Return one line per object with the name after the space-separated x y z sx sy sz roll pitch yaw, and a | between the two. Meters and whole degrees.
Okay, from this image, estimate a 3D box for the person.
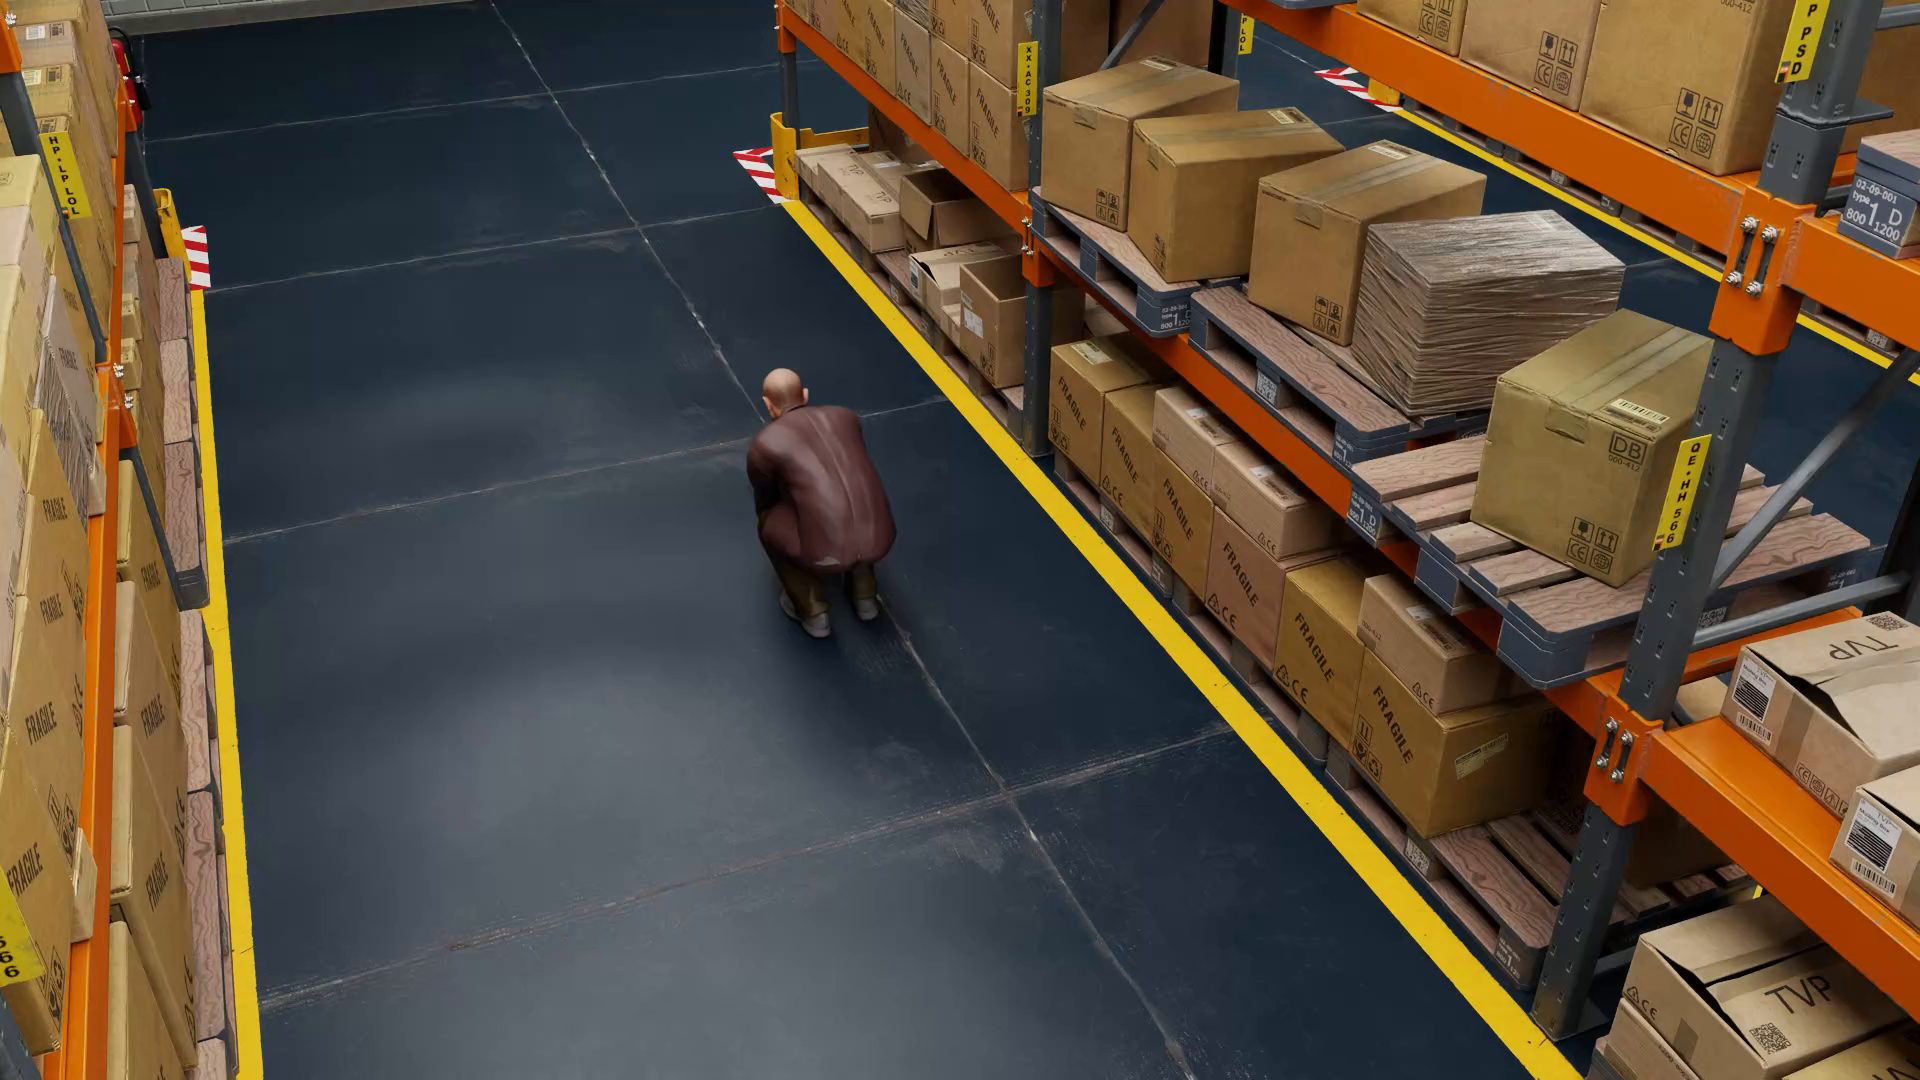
-0.604 -0.145 7.169 0.574 0.919 0.926 -14 35 -20 | person
